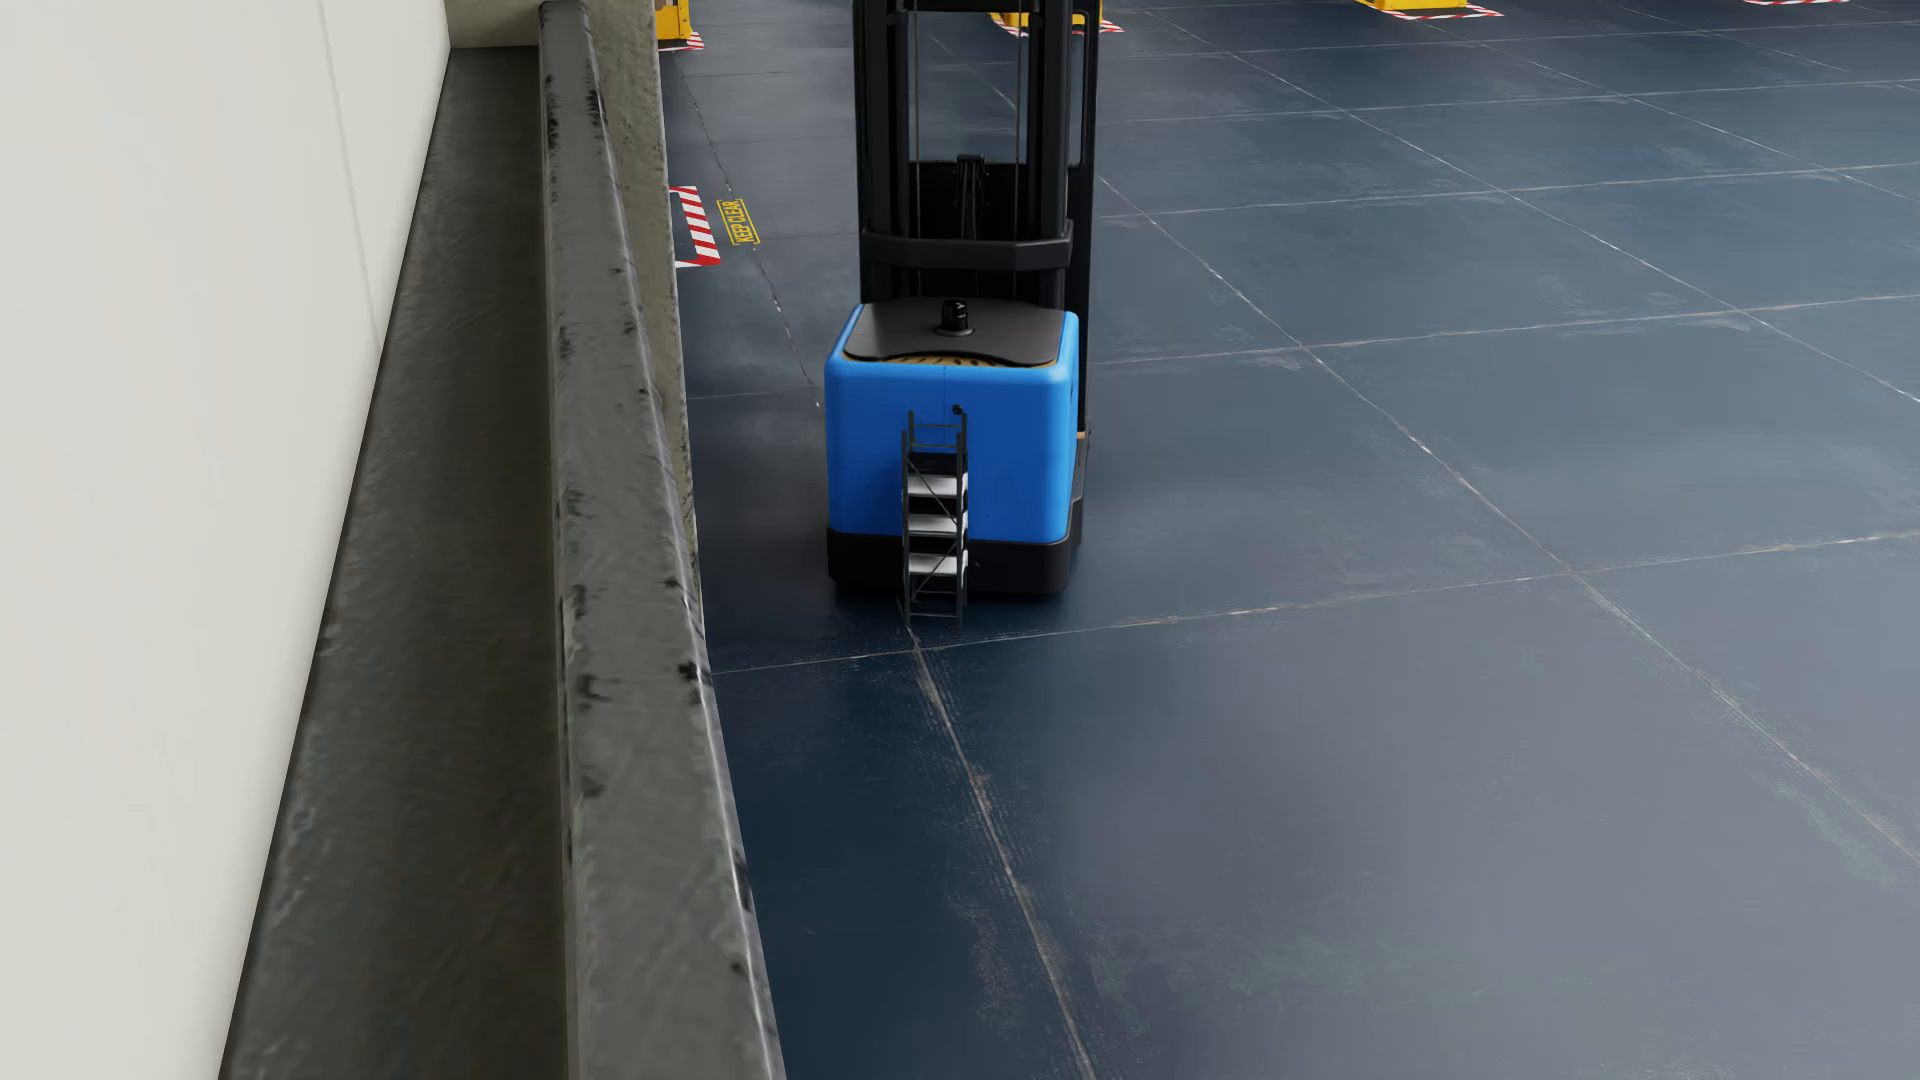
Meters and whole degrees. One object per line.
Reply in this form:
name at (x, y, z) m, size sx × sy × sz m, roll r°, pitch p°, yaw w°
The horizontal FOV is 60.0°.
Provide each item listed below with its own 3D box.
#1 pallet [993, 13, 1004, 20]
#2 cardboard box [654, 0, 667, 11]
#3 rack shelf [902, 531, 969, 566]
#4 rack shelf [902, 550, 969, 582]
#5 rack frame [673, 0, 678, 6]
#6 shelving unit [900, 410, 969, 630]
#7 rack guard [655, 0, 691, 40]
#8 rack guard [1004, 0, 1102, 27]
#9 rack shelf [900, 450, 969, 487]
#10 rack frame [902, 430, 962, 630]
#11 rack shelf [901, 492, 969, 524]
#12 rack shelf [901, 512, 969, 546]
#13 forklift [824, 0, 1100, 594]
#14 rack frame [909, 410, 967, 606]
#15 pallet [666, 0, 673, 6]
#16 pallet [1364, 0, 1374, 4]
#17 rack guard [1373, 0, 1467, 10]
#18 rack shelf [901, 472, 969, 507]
pallet at (0.907, -6.723, 20.836) m, size 1.003 × 0.211 × 1.213 m, roll -6°, pitch 27°, yaw -12°
cardboard box at (-3.774, -6.441, 19.678) m, size 0.500 × 0.311 × 0.500 m, roll -9°, pitch 28°, yaw -17°
rack shelf at (-0.102, 0.034, 6.958) m, size 0.258 × 0.077 × 0.200 m, roll 3°, pitch 27°, yaw 6°
rack shelf at (-0.102, 0.114, 6.999) m, size 0.258 × 0.077 × 0.200 m, roll 3°, pitch 27°, yaw 6°
rack frame at (-3.706, -7.132, 18.551) m, size 1.000 × 3.000 × 0.127 m, roll -6°, pitch 27°, yaw -12°
shelving unit at (-0.102, -0.077, 6.903) m, size 0.258 × 0.900 × 0.210 m, roll 3°, pitch 27°, yaw 6°
rack guard at (-3.723, -6.049, 19.181) m, size 1.175 × 0.500 × 0.348 m, roll -6°, pitch 27°, yaw -12°
rack guard at (1.125, -6.510, 20.093) m, size 1.175 × 0.500 × 0.348 m, roll -6°, pitch 27°, yaw -12°
rack shelf at (-0.102, -0.288, 6.796) m, size 0.258 × 0.077 × 0.200 m, roll 3°, pitch 27°, yaw 6°
rack frame at (-0.113, -0.031, 6.813) m, size 0.240 × 0.900 × 0.006 m, roll 3°, pitch 27°, yaw 6°
rack shelf at (-0.102, -0.127, 6.877) m, size 0.258 × 0.077 × 0.200 m, roll 3°, pitch 27°, yaw 6°
rack shelf at (-0.102, -0.047, 6.918) m, size 0.258 × 0.077 × 0.200 m, roll 3°, pitch 27°, yaw 6°
forklift at (0.098, -1.710, 7.886) m, size 1.130 × 2.935 × 3.031 m, roll 3°, pitch 27°, yaw 6°
rack frame at (-0.091, -0.122, 6.993) m, size 0.240 × 0.900 × 0.006 m, roll 3°, pitch 27°, yaw 6°
pallet at (-3.871, -6.281, 19.959) m, size 1.003 × 0.211 × 1.213 m, roll -6°, pitch 27°, yaw -12°
pallet at (5.706, -7.279, 21.937) m, size 1.003 × 0.211 × 1.213 m, roll -6°, pitch 27°, yaw -12°
rack guard at (5.884, -7.051, 21.164) m, size 1.175 × 0.500 × 0.348 m, roll -6°, pitch 27°, yaw -12°
rack shelf at (-0.102, -0.207, 6.837) m, size 0.258 × 0.077 × 0.200 m, roll 3°, pitch 27°, yaw 6°
